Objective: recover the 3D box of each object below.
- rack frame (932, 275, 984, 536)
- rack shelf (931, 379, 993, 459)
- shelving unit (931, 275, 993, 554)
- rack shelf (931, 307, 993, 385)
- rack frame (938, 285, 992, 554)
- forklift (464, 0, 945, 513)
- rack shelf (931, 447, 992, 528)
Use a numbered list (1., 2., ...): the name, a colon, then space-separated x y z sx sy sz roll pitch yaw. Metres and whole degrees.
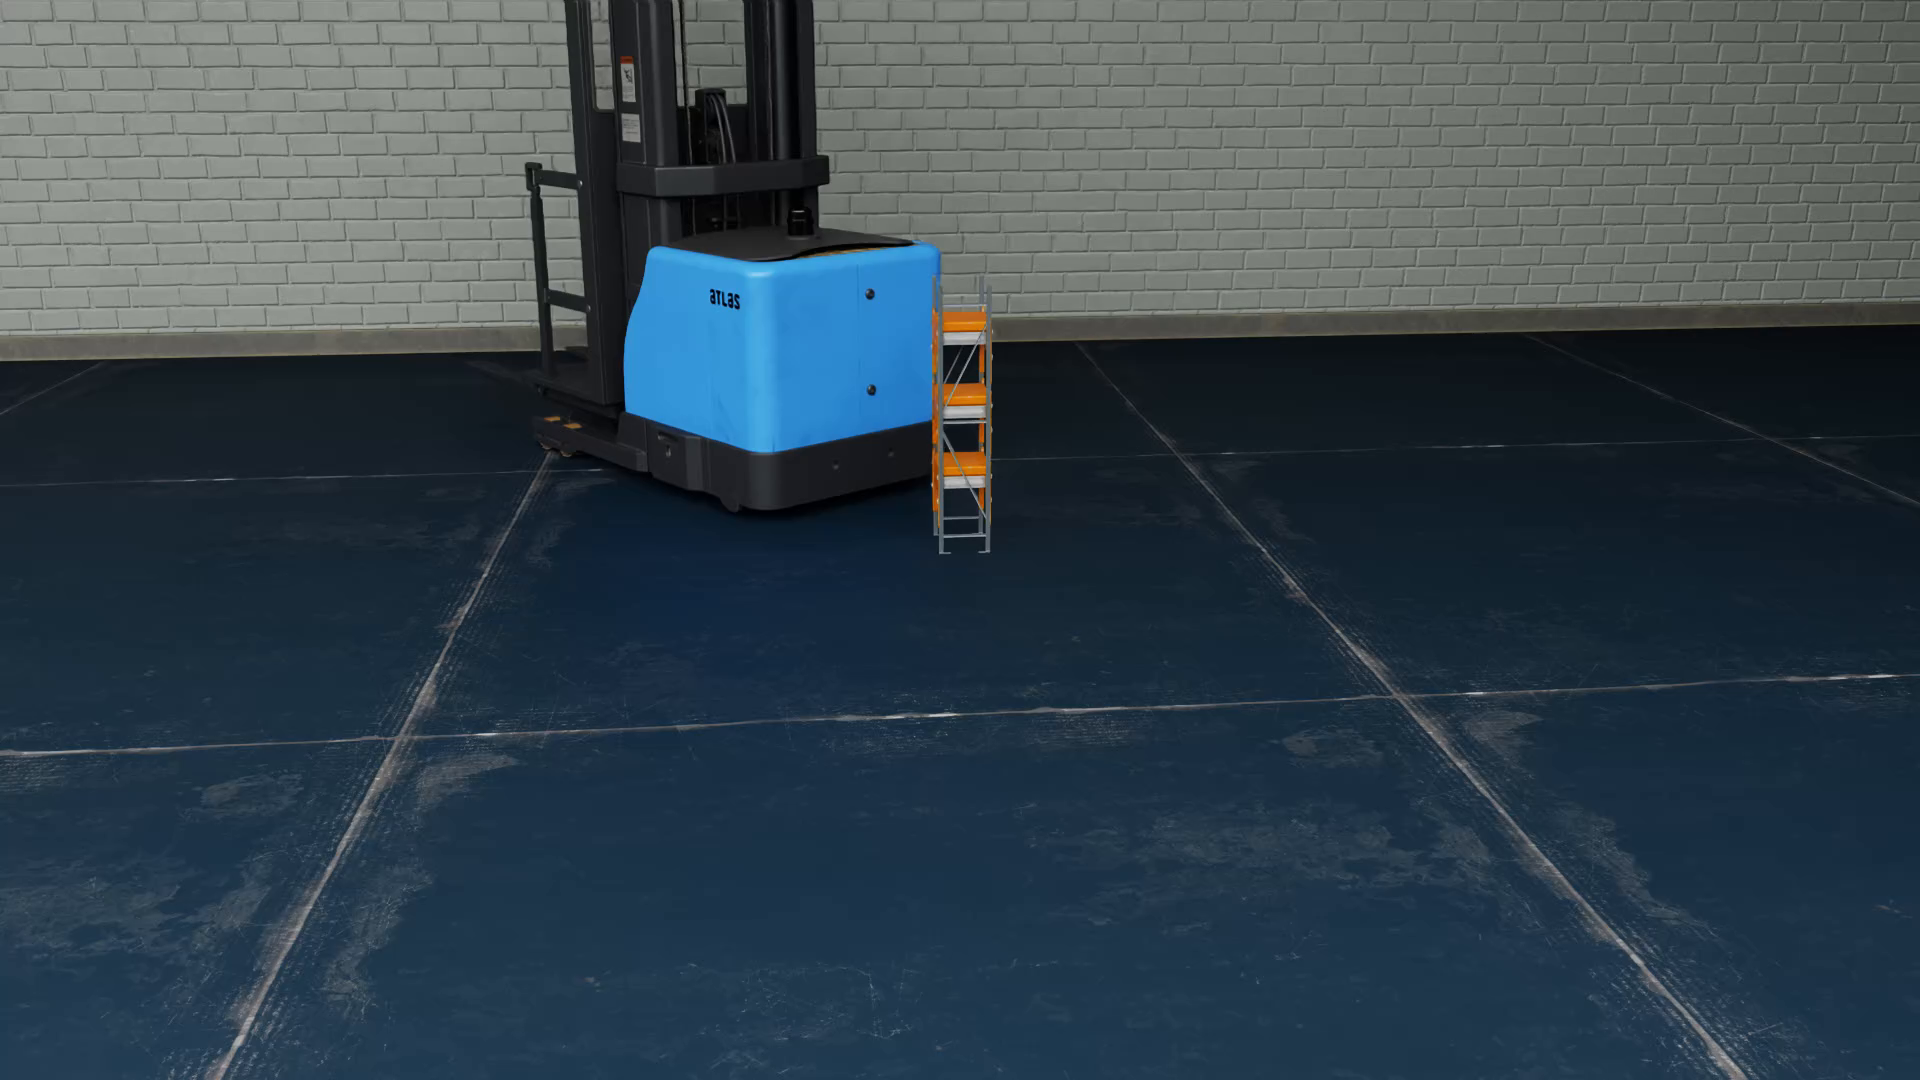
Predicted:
1. rack frame: -0.007 -0.521 6.585 0.200 1.050 0.008 -2 18 -6
2. rack shelf: 0.006 -0.475 6.472 0.215 0.259 0.240 -2 18 -6
3. shelving unit: 0.006 -0.485 6.469 0.215 1.050 0.252 -2 18 -6
4. rack shelf: 0.005 -0.746 6.387 0.215 0.259 0.240 -2 18 -6
5. rack frame: 0.018 -0.449 6.353 0.200 1.050 0.008 -2 18 -6
6. forklift: -1.424 -1.880 7.771 1.130 2.935 3.031 -15 23 -40
7. rack shelf: 0.006 -0.210 6.555 0.215 0.259 0.240 -2 18 -6
